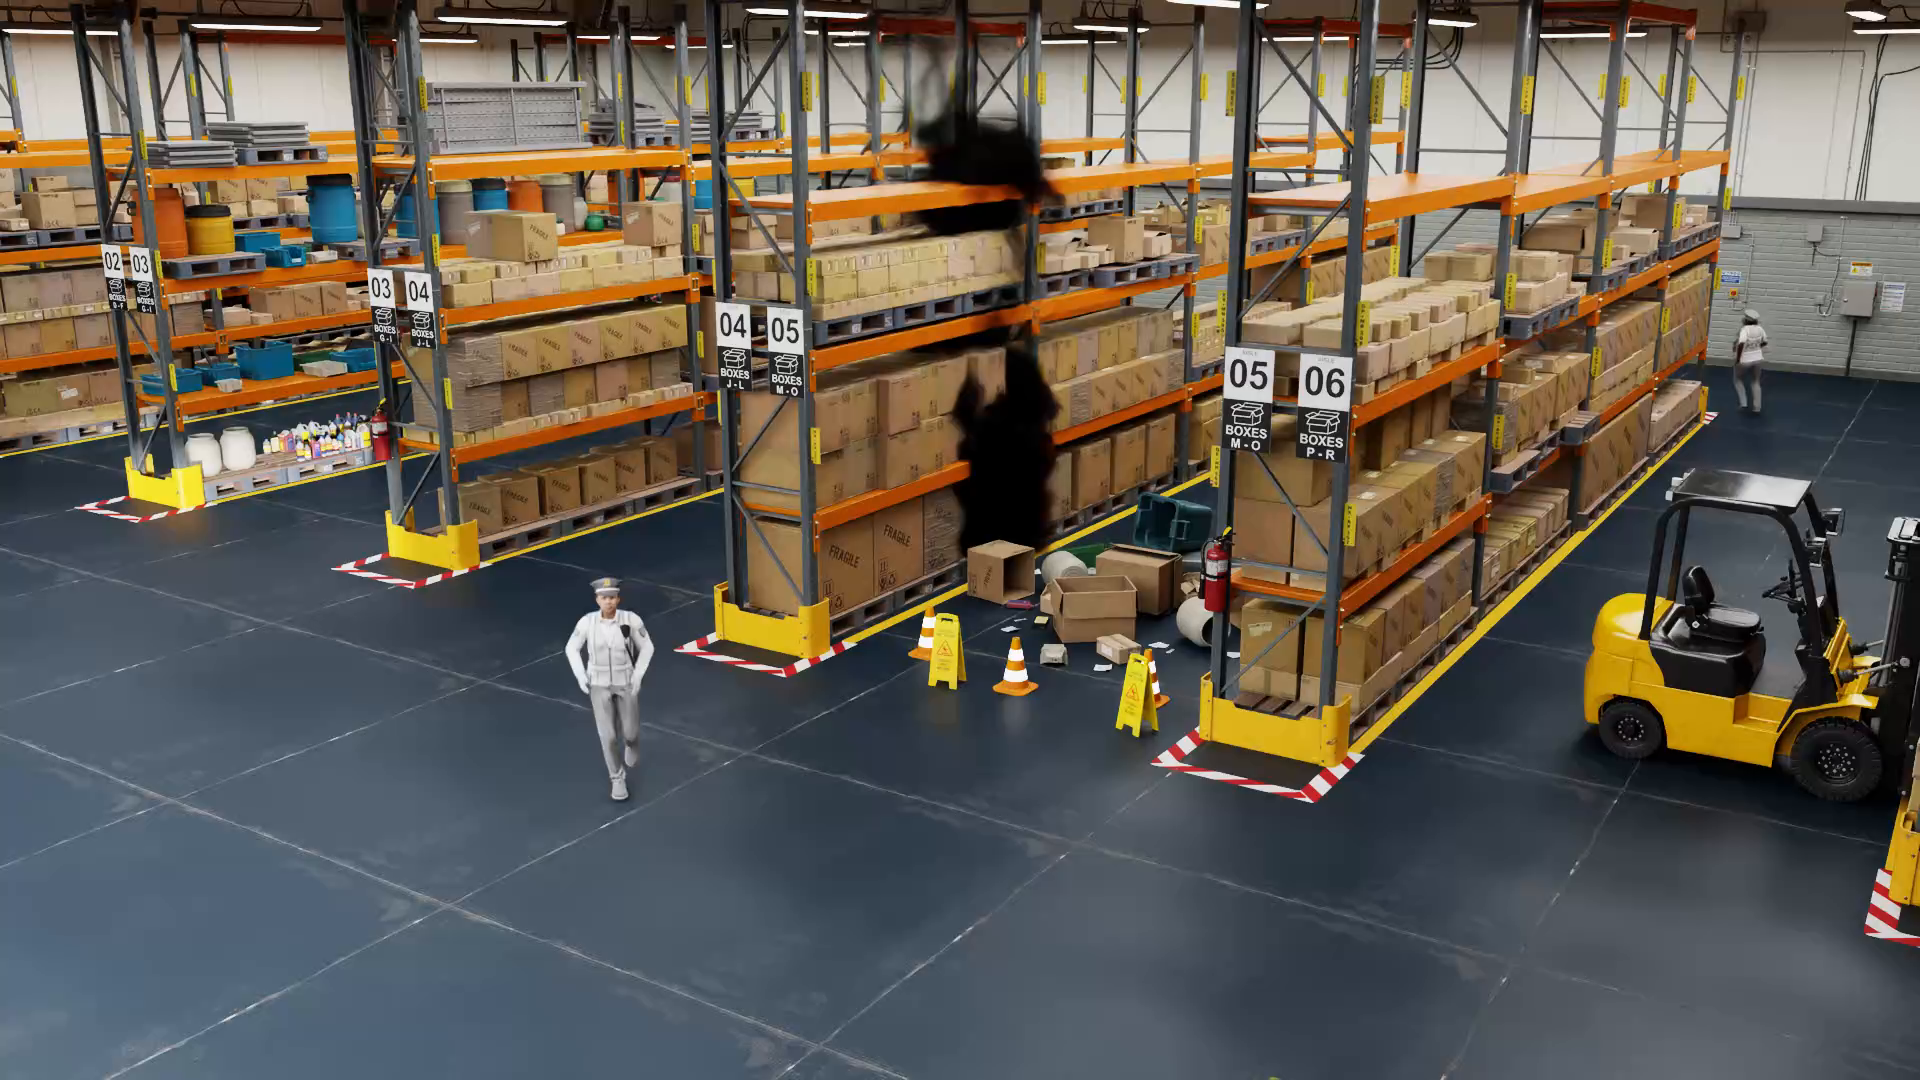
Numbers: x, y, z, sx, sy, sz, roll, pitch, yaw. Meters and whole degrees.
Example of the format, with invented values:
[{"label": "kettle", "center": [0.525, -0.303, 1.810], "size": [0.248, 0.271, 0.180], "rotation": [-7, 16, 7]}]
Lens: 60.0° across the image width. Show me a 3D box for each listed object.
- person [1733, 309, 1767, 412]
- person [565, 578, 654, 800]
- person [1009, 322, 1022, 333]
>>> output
[{"label": "person", "center": [12.444, -2.818, 26.335], "size": [0.582, 1.685, 0.615], "rotation": [0, 16, -1]}, {"label": "person", "center": [-2.585, 1.052, 12.337], "size": [0.643, 1.667, 0.611], "rotation": [-3, 16, -10]}, {"label": "person", "center": [0.812, -2.466, 24.962], "size": [0.575, 1.645, 0.918], "rotation": [8, 18, 27]}]
